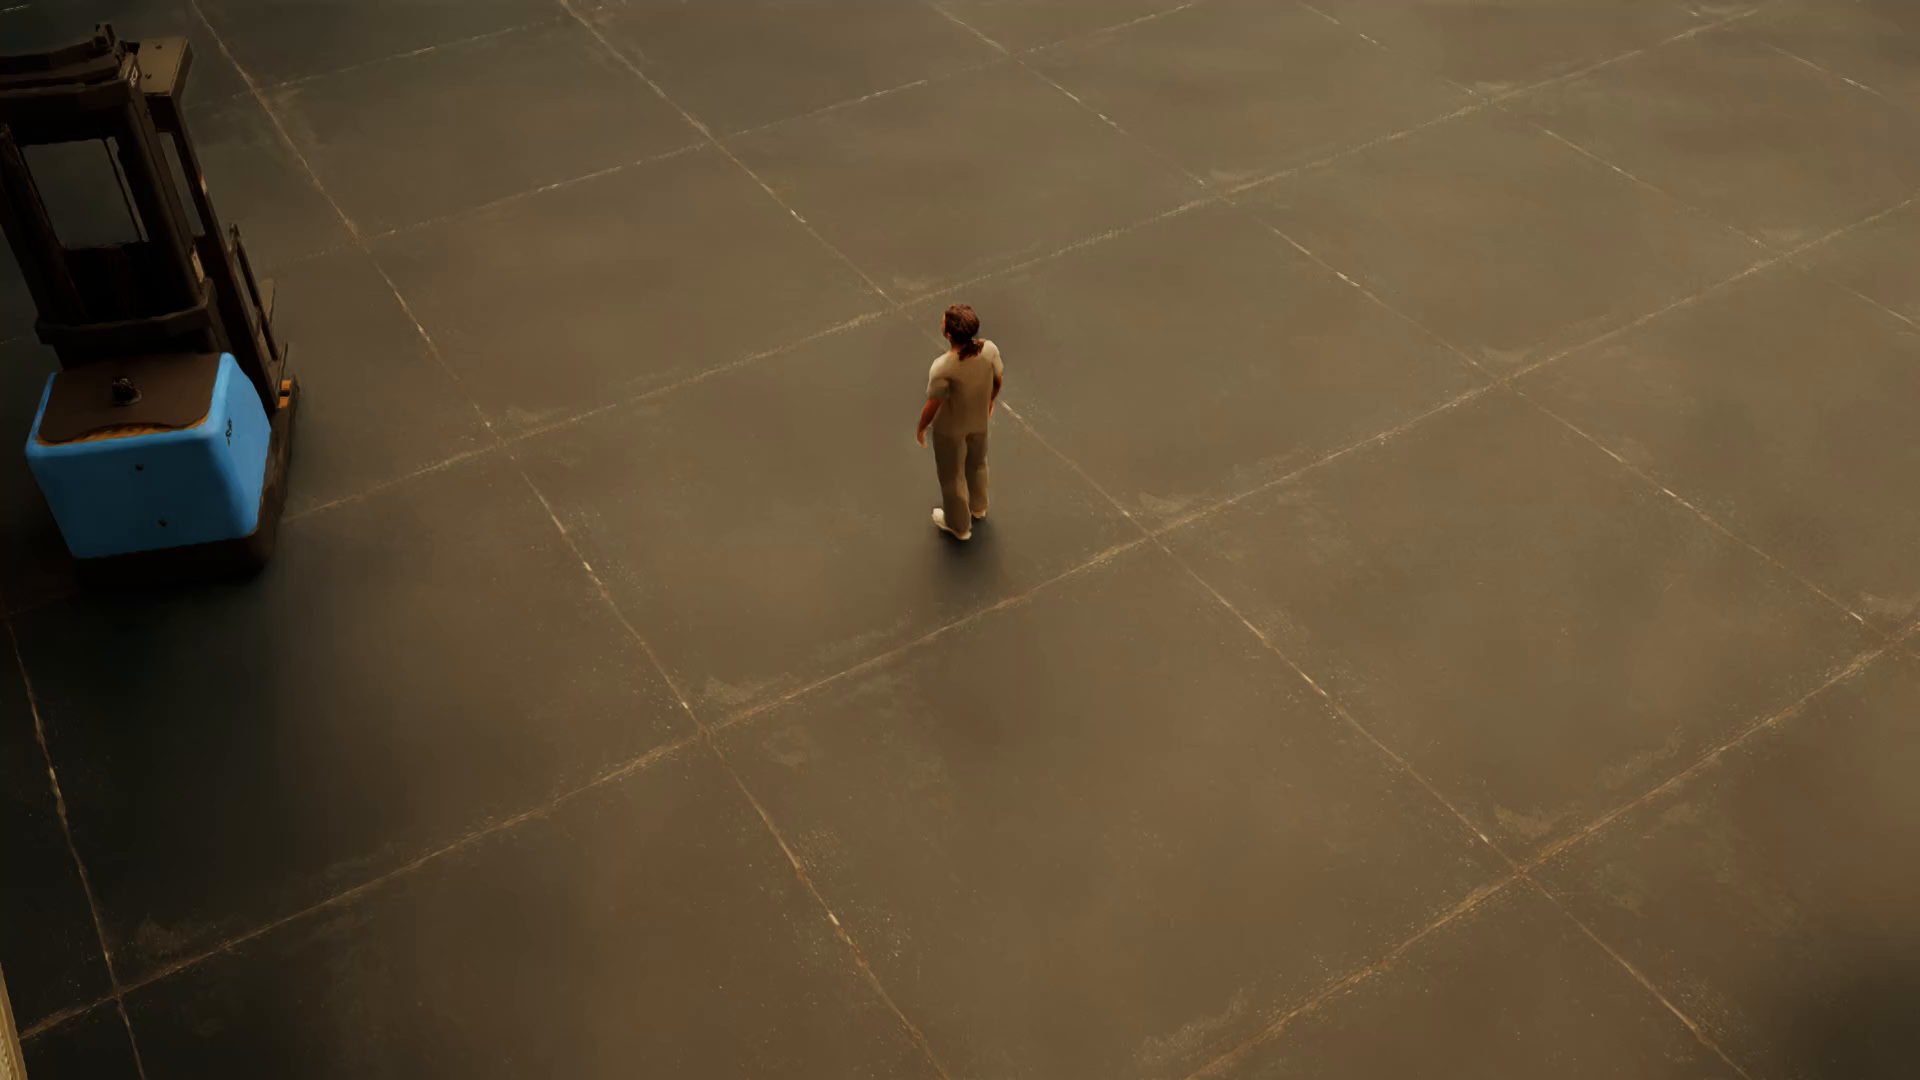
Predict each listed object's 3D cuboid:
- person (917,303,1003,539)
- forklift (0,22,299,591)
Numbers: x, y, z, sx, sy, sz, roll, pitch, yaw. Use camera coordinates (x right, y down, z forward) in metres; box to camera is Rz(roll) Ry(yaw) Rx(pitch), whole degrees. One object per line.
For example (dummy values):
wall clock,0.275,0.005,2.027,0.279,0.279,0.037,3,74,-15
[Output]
person,-0.028,-0.711,9.568,0.550,1.673,0.549,-23,46,-24
forklift,-4.917,-1.787,9.915,1.130,2.935,3.031,-8,42,-9
